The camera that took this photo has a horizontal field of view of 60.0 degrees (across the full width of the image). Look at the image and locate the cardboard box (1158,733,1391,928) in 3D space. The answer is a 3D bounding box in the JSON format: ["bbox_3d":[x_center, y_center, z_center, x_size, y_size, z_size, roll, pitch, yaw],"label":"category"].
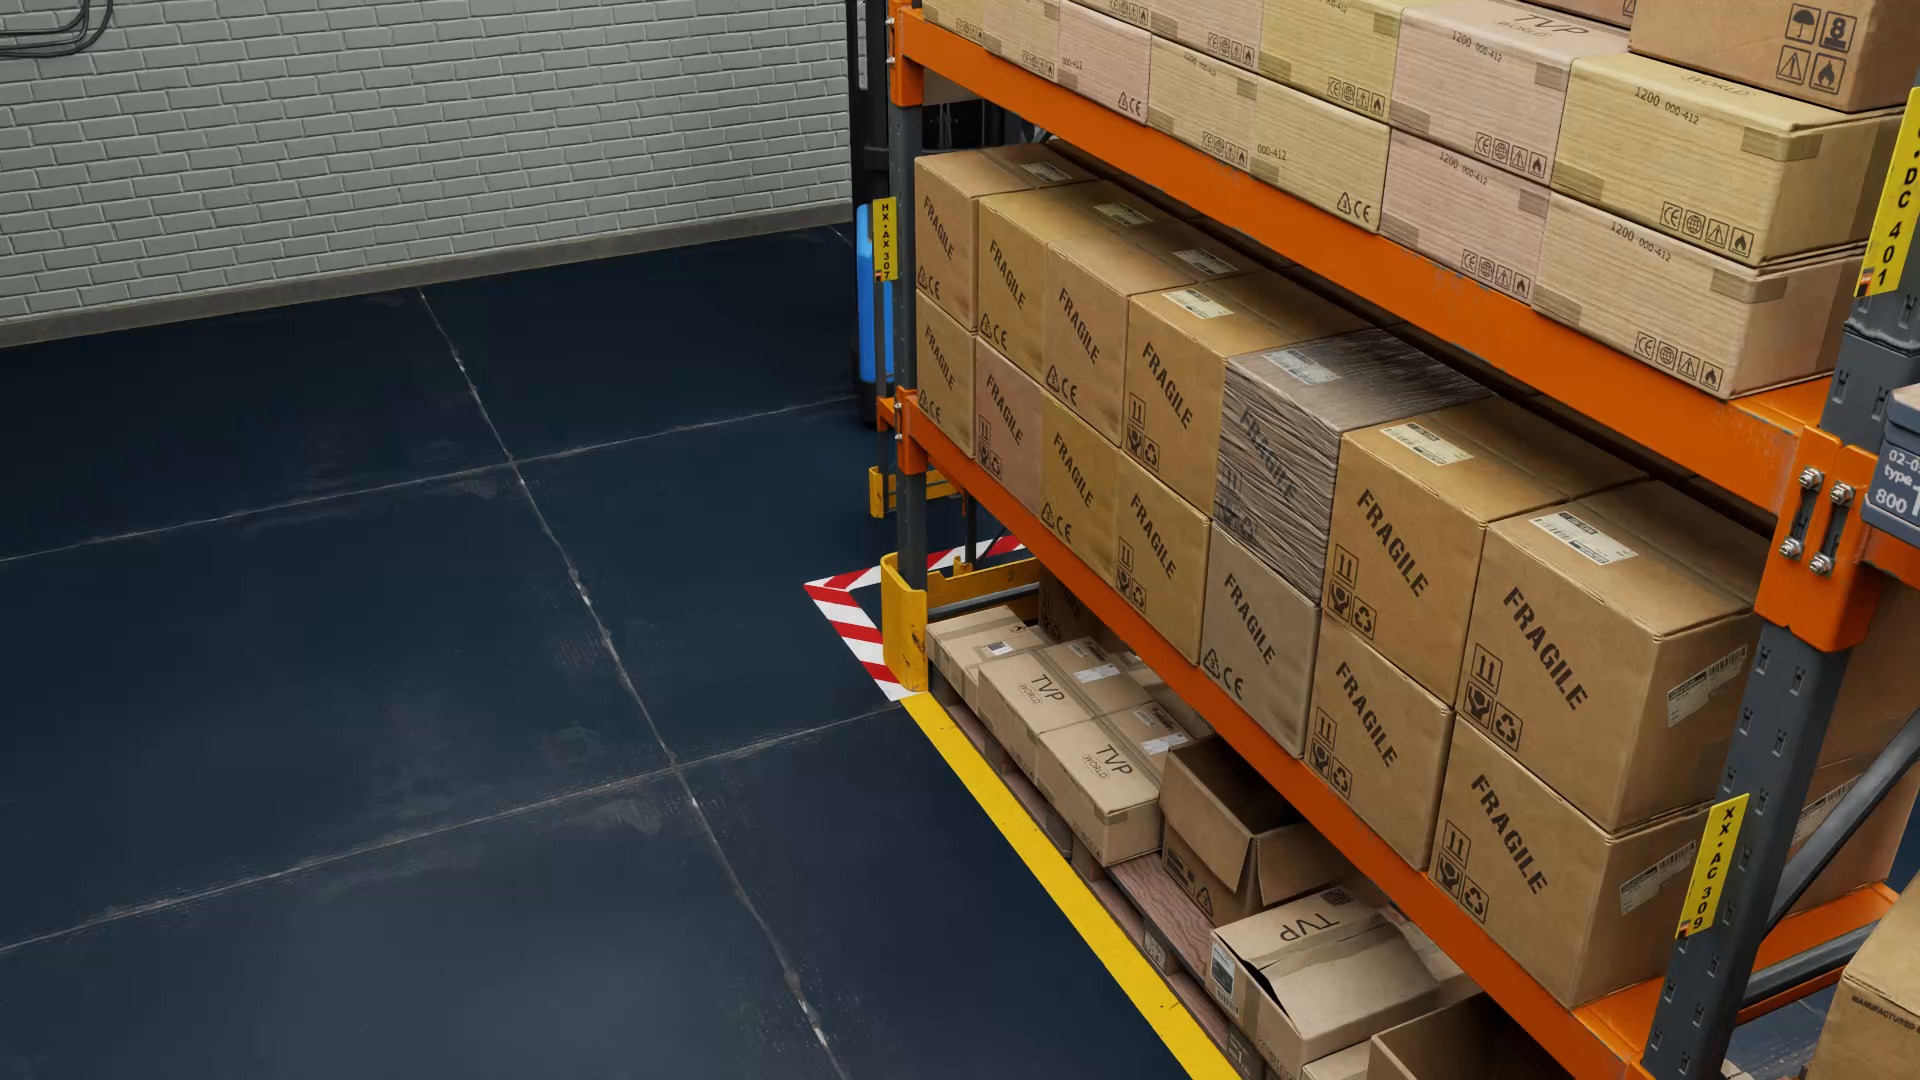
[{"bbox_3d":[1.115,0.955,5.582,0.797,0.503,0.637,-13,32,-22],"label":"cardboard box"}]

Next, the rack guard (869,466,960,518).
[{"bbox_3d":[-0.181,-0.295,8.521,0.587,0.250,0.087,-13,32,-22],"label":"rack guard"}]

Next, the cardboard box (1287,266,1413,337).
[{"bbox_3d":[1.314,-0.543,5.027,0.500,0.500,0.500,-12,31,-20],"label":"cardboard box"}]

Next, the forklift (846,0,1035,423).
[{"bbox_3d":[-0.118,-2.618,9.921,1.130,2.935,3.031,-2,29,-3],"label":"forklift"}]

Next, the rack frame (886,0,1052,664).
[{"bbox_3d":[0.209,-0.880,6.752,1.000,3.000,0.127,-13,32,-22],"label":"rack frame"}]

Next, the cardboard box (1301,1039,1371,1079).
[{"bbox_3d":[1.210,1.593,4.807,0.380,0.149,0.250,-13,32,-22],"label":"cardboard box"}]

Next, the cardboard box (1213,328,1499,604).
[{"bbox_3d":[1.037,-0.210,4.433,0.500,0.500,0.500,-13,32,-22],"label":"cardboard box"}]

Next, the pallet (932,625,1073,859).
[{"bbox_3d":[0.585,0.722,6.747,1.003,0.211,1.213,-13,32,-22],"label":"pallet"}]

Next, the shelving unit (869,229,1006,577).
[{"bbox_3d":[0.033,-0.620,7.823,0.587,1.500,1.083,-13,32,-22],"label":"shelving unit"}]

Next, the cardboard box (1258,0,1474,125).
[{"bbox_3d":[1.048,-1.175,3.853,0.500,0.250,0.500,-13,32,-22],"label":"cardboard box"}]

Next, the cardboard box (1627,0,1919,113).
[{"bbox_3d":[1.683,-1.108,2.967,0.700,0.500,0.500,-13,32,-22],"label":"cardboard box"}]

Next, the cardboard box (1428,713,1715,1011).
[{"bbox_3d":[1.480,0.676,3.875,0.500,0.500,0.500,-13,32,-21],"label":"cardboard box"}]

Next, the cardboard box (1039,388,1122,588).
[{"bbox_3d":[0.601,-0.223,5.479,0.500,0.500,0.500,-13,32,-22],"label":"cardboard box"}]

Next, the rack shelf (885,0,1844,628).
[{"bbox_3d":[1.068,-0.991,4.619,1.077,0.370,4.000,-13,32,-22],"label":"rack shelf"}]

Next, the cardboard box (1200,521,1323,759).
[{"bbox_3d":[1.035,0.223,4.684,0.500,0.500,0.500,-12,32,-21],"label":"cardboard box"}]

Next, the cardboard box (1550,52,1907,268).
[{"bbox_3d":[1.472,-0.732,3.063,0.500,0.250,0.500,-13,32,-22],"label":"cardboard box"}]

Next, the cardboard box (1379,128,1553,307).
[{"bbox_3d":[1.272,-0.738,3.586,0.500,0.250,0.500,-13,32,-22],"label":"cardboard box"}]

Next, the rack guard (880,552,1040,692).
[{"bbox_3d":[0.242,0.244,7.304,1.175,0.500,0.348,-13,32,-22],"label":"rack guard"}]

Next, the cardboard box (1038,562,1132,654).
[{"bbox_3d":[0.665,0.207,6.920,0.500,0.500,0.500,-13,32,-22],"label":"cardboard box"}]

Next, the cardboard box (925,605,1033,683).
[{"bbox_3d":[0.079,0.429,6.884,0.380,0.149,0.250,-13,32,-22],"label":"cardboard box"}]

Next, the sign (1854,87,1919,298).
[{"bbox_3d":[1.440,-0.530,2.532,0.100,0.325,0.005,-13,32,-22],"label":"sign"}]

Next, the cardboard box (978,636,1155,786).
[{"bbox_3d":[0.401,0.648,6.389,0.500,0.250,0.500,-13,32,-22],"label":"cardboard box"}]

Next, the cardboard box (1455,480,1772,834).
[{"bbox_3d":[1.476,0.238,3.634,0.500,0.500,0.500,-13,32,-22],"label":"cardboard box"}]

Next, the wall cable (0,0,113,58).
[{"bbox_3d":[-6.368,-3.674,8.776,3.097,2.526,0.112,-13,32,-22],"label":"wall cable"}]

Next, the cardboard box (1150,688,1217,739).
[{"bbox_3d":[1.046,0.742,6.222,0.500,0.250,0.500,-13,32,-22],"label":"cardboard box"}]

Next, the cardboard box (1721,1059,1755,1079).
[{"bbox_3d":[1.942,1.637,4.563,0.500,0.311,0.500,-13,32,-22],"label":"cardboard box"}]

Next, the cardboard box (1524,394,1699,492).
[{"bbox_3d":[1.756,-0.088,4.215,0.500,0.500,0.500,-14,32,-24],"label":"cardboard box"}]

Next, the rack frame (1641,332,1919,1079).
[{"bbox_3d":[1.926,0.887,3.601,1.000,3.000,0.127,-13,32,-22],"label":"rack frame"}]

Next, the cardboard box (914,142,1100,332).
[{"bbox_3d":[0.162,-1.108,6.035,0.500,0.500,0.500,-12,31,-20],"label":"cardboard box"}]

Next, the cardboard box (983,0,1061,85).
[{"bbox_3d":[0.403,-1.619,5.157,0.500,0.250,0.500,-13,32,-22],"label":"cardboard box"}]

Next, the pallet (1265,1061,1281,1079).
[{"bbox_3d":[1.632,1.800,4.825,1.003,0.211,1.213,-13,32,-22],"label":"pallet"}]

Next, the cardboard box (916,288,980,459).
[{"bbox_3d":[0.162,-0.672,6.280,0.500,0.500,0.500,-12,32,-21],"label":"cardboard box"}]

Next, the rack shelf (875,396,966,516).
[{"bbox_3d":[0.037,-0.460,7.904,0.538,0.185,1.000,-13,32,-22],"label":"rack shelf"}]

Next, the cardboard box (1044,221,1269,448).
[{"bbox_3d":[0.603,-0.657,5.230,0.500,0.500,0.500,-13,32,-21],"label":"cardboard box"}]

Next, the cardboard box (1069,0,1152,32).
[{"bbox_3d":[0.623,-1.617,4.643,0.500,0.250,0.500,-13,32,-22],"label":"cardboard box"}]

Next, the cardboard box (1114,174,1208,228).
[{"bbox_3d":[0.866,-0.998,5.838,0.500,0.500,0.500,-12,32,-21],"label":"cardboard box"}]

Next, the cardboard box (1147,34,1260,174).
[{"bbox_3d":[0.840,-1.179,4.372,0.500,0.250,0.500,-13,32,-22],"label":"cardboard box"}]

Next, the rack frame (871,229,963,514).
[{"bbox_3d":[-0.182,-0.841,8.216,0.500,1.500,0.032,-13,32,-22],"label":"rack frame"}]
